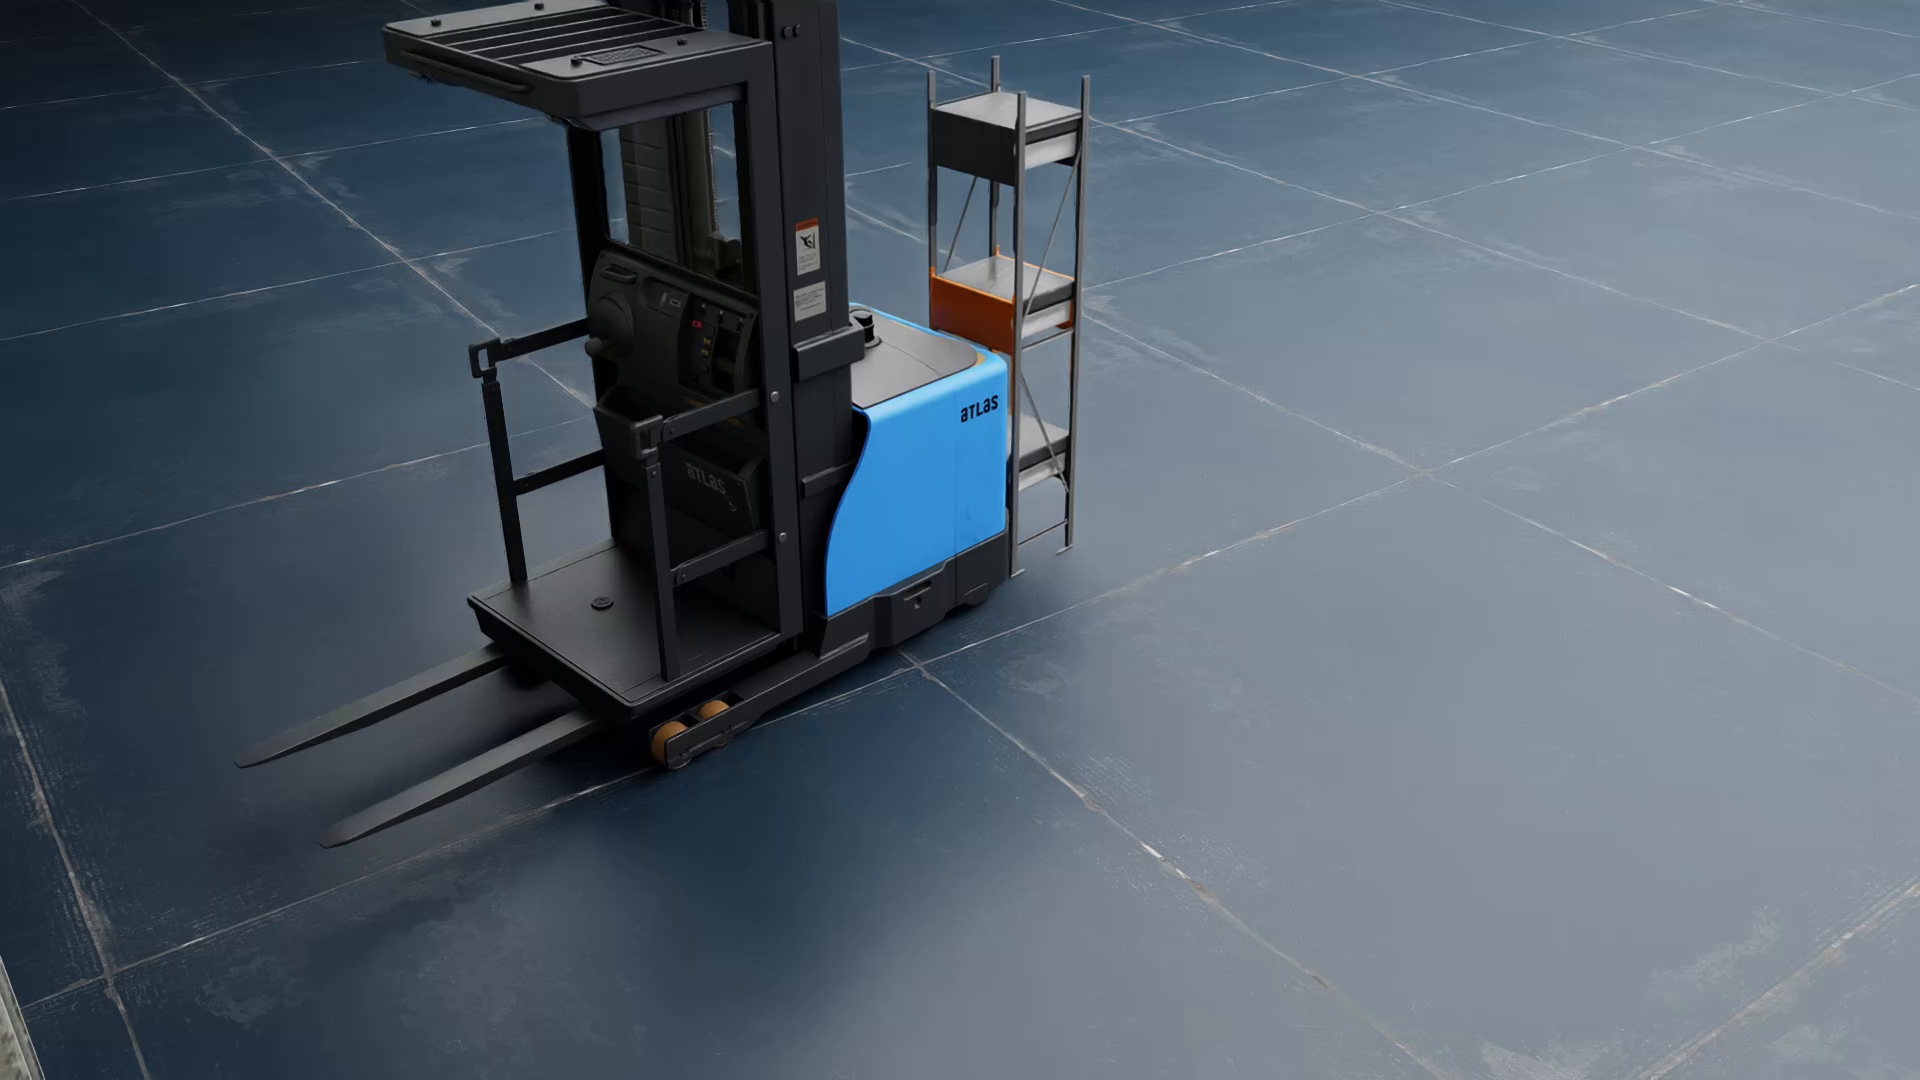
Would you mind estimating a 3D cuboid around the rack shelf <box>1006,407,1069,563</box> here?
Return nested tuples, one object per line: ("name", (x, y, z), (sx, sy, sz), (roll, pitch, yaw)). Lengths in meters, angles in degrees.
("rack shelf", (0.187, -0.278, 7.358), (0.480, 0.518, 0.431), (25, 37, 38))

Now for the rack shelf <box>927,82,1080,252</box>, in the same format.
("rack shelf", (0.188, -1.509, 6.691), (0.480, 0.518, 0.431), (25, 37, 38))

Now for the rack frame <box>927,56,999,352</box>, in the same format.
("rack frame", (0.015, -0.987, 7.169), (0.015, 2.100, 0.400), (25, 37, 38))

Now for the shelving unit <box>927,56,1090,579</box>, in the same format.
("shelving unit", (0.188, -0.905, 7.018), (0.503, 2.100, 0.431), (25, 37, 38))

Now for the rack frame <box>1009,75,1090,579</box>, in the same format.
("rack frame", (0.361, -0.823, 6.867), (0.015, 2.100, 0.400), (25, 37, 38))

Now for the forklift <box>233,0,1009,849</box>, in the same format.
("forklift", (-1.189, -0.738, 5.839), (1.130, 2.935, 3.031), (25, 37, 38))

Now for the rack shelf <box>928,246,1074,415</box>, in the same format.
("rack shelf", (0.188, -0.893, 7.024), (0.480, 0.518, 0.431), (25, 37, 38))
